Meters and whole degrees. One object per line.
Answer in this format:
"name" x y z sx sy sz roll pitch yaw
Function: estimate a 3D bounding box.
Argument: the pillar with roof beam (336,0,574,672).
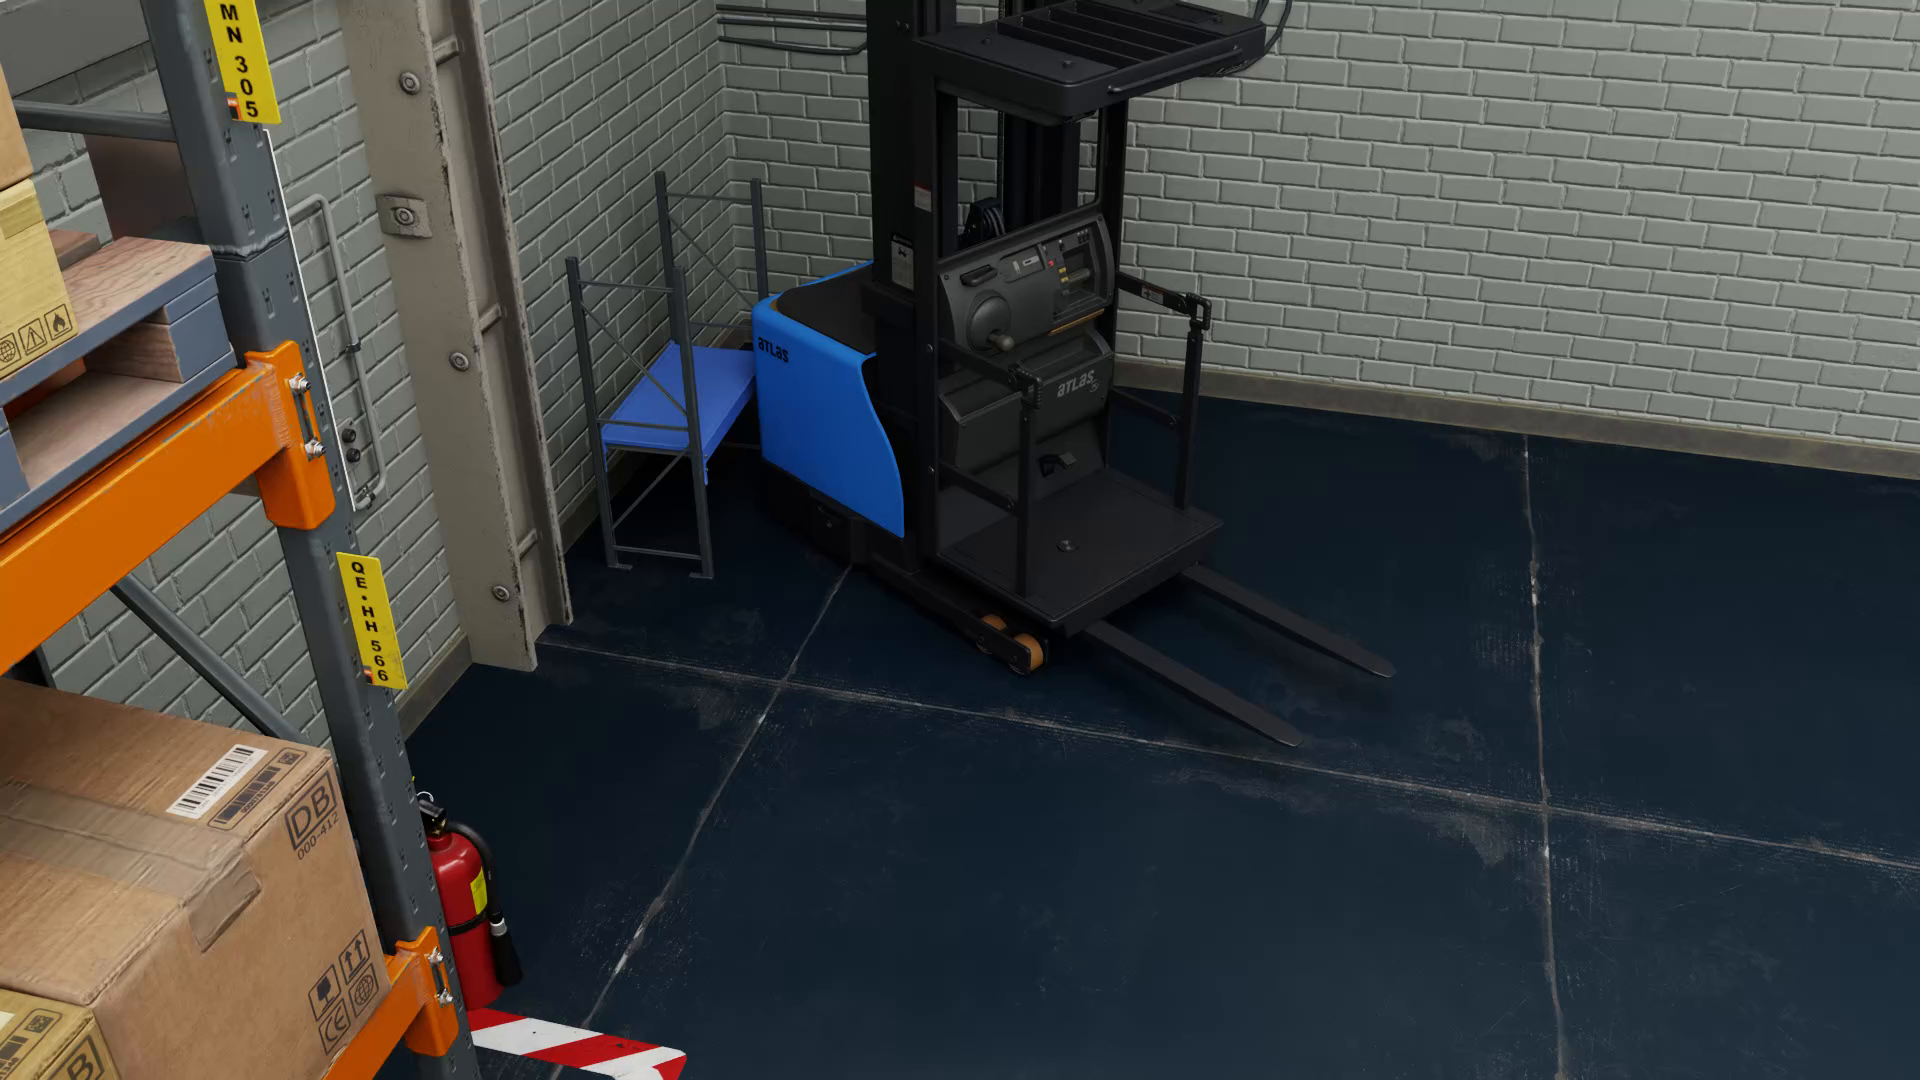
"pillar with roof beam" 2.292 -2.789 3.749 9.100 9.000 0.400 8 33 12

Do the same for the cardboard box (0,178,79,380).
"cardboard box" -1.650 -0.330 2.332 0.500 0.250 0.500 9 34 14

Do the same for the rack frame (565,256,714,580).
"rack frame" -1.355 -0.488 7.120 0.500 1.500 0.032 6 33 10

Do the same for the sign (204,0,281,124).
"sign" -1.199 -0.849 2.742 0.100 0.325 0.005 8 33 12

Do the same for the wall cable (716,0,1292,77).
"wall cable" 0.060 -3.432 7.655 3.097 2.526 0.112 8 33 12

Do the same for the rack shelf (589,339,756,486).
"rack shelf" -1.251 -0.604 7.636 0.538 0.185 1.000 6 33 10

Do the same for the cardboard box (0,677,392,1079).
"cardboard box" -1.841 0.815 3.392 0.980 0.700 0.700 10 34 15

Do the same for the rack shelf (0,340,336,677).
"rack shelf" -2.228 0.752 1.647 1.077 0.370 4.000 8 33 12

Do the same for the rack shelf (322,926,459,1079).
"rack shelf" -2.228 2.017 2.451 1.077 0.370 4.000 8 33 12

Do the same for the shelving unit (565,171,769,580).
"shelving unit" -1.251 -0.755 7.540 0.538 1.500 1.048 6 33 10

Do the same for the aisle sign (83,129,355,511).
"aisle sign" -1.412 -0.418 3.188 0.394 0.787 0.004 8 33 12

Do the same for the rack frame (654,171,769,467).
"rack frame" -1.148 -1.022 7.960 0.500 1.500 0.032 6 33 10

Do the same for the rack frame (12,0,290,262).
"rack frame" -1.721 -1.856 2.281 1.000 3.000 0.127 8 33 12

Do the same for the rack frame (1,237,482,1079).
"rack frame" -1.721 0.676 3.891 1.000 3.000 0.127 8 33 12

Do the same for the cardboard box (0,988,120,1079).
"cardboard box" -2.014 1.194 2.796 0.980 0.700 0.700 8 33 12

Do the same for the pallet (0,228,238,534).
"pallet" -1.899 -0.166 2.502 1.003 0.211 1.213 8 33 12

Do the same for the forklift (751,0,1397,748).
"forklift" 0.431 -0.996 6.584 1.130 2.935 3.031 -27 41 -36

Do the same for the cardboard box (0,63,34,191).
"cardboard box" -1.643 -0.646 2.130 0.500 0.500 0.500 8 33 12

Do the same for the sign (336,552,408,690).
"sign" -1.199 0.168 3.389 0.100 0.325 0.005 8 33 12

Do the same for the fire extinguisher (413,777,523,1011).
"fire extinguisher" -1.236 0.850 4.036 0.296 0.674 0.183 8 33 12

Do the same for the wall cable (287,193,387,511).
"wall cable" -2.311 -0.546 4.866 0.084 1.984 1.851 8 33 12
